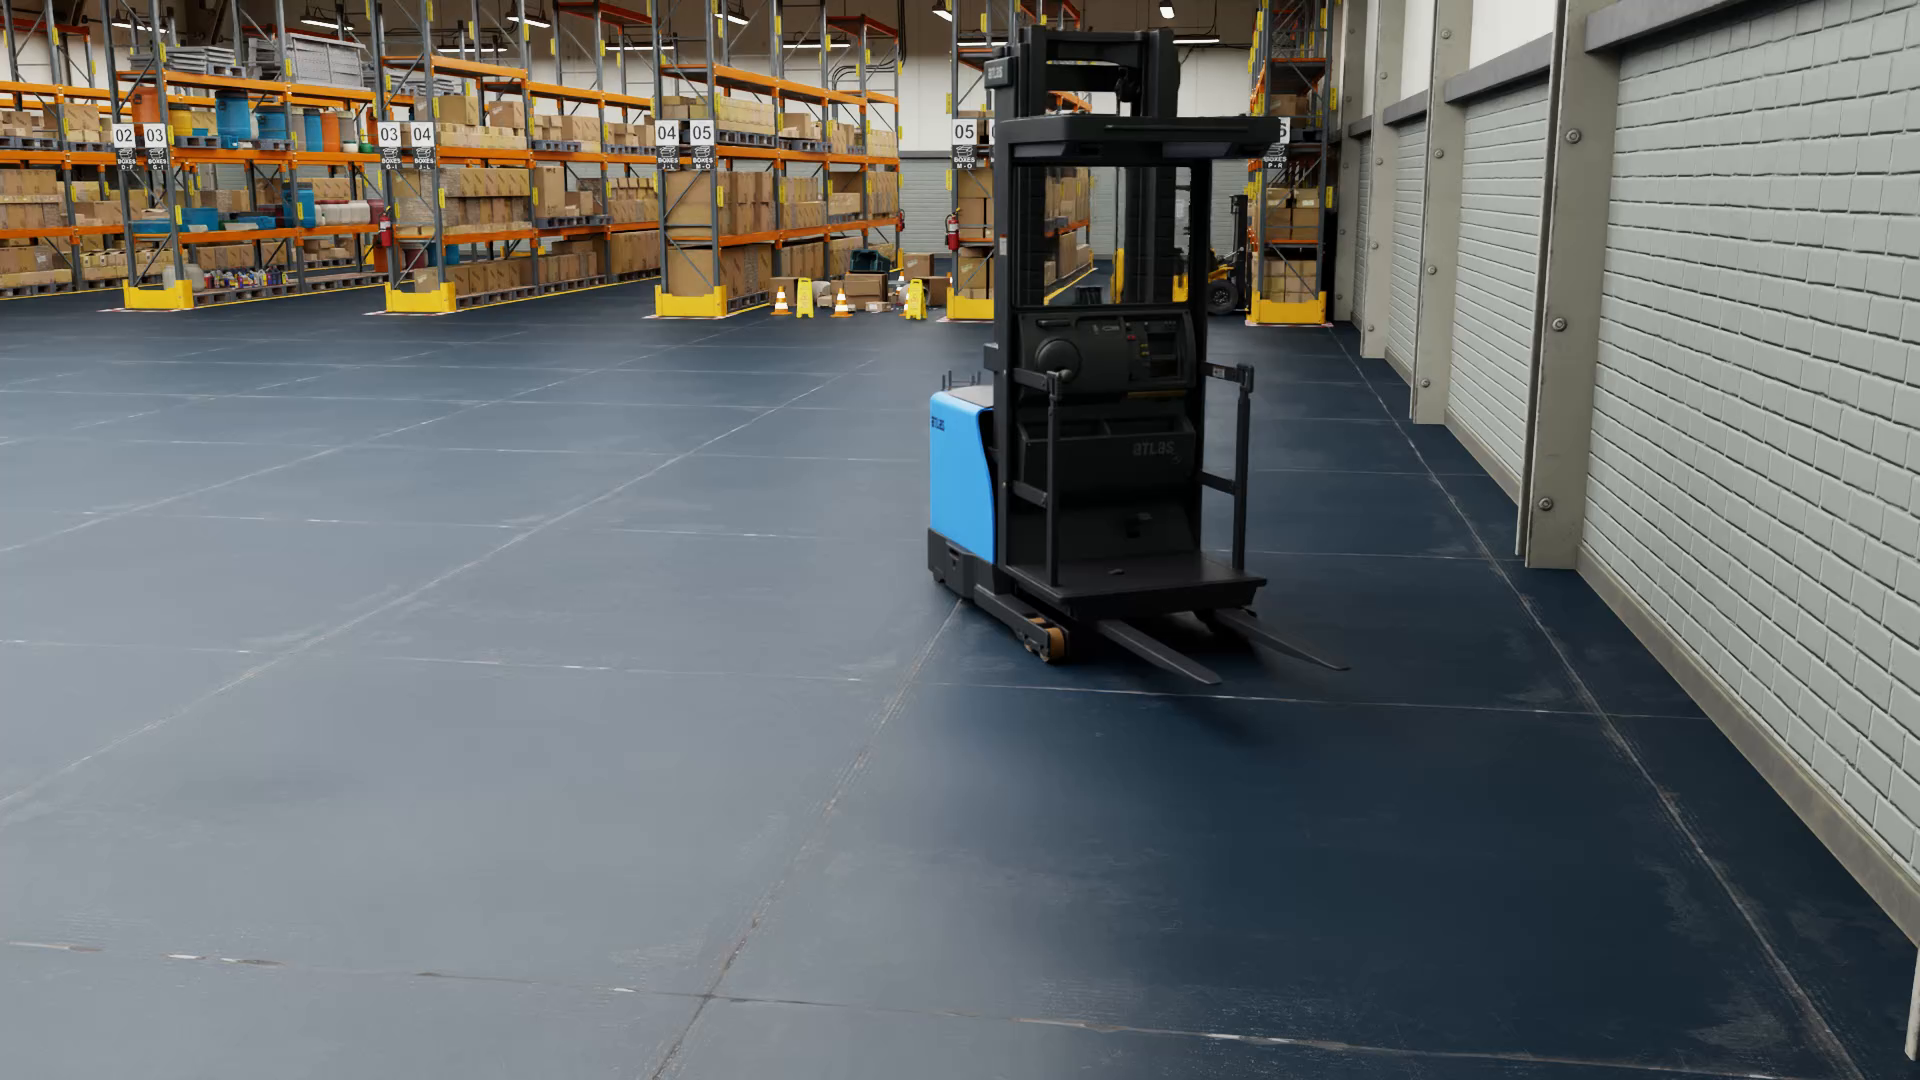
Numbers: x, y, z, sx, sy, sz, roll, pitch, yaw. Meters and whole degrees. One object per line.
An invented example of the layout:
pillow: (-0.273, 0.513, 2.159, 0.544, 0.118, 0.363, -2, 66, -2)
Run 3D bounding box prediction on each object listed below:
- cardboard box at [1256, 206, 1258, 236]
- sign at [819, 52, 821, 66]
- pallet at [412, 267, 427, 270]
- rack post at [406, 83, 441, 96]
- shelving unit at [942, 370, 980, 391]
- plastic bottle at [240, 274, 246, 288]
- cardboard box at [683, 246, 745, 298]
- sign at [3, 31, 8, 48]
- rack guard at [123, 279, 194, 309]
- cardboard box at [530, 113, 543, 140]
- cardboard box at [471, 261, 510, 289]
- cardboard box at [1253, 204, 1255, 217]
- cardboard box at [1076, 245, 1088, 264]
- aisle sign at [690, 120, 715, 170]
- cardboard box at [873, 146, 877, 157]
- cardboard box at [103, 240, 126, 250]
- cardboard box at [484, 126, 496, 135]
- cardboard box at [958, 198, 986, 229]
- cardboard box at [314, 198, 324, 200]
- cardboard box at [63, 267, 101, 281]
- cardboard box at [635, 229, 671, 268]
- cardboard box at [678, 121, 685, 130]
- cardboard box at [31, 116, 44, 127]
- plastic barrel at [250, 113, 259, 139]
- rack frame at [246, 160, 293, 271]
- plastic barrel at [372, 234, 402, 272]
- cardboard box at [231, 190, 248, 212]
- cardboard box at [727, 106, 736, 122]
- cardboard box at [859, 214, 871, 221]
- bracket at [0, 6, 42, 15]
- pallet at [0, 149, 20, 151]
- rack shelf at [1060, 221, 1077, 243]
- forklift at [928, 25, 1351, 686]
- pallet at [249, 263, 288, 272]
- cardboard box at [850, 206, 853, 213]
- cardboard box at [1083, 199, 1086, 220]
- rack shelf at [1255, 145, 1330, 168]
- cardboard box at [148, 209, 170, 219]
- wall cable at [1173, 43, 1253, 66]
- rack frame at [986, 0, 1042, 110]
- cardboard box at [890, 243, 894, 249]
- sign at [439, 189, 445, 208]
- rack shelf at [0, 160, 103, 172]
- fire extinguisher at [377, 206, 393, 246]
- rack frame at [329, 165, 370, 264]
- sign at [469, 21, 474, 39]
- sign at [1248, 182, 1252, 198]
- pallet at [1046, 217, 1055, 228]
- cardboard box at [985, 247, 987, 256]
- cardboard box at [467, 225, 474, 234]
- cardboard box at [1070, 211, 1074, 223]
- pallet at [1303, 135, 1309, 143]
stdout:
cardboard box: (5.324, -5.452, 28.432, 0.500, 0.500, 0.500, 2, 12, 9)
sign: (-3.226, -11.219, 38.787, 0.100, 0.325, 0.005, 2, 12, 9)
pallet: (-12.817, -6.335, 39.387, 1.003, 0.211, 1.213, 2, 12, 9)
rack post: (-12.658, -10.375, 38.461, 0.937, 0.300, 0.954, 3, 13, 15)
shelving unit: (0.008, -0.524, 10.434, 0.215, 1.050, 0.252, 2, 12, 9)
plastic bottle: (-13.678, -4.934, 31.700, 0.097, 0.271, 0.097, 0, 12, 0)
cardboard box: (-4.366, -4.765, 29.530, 0.875, 0.875, 0.875, 2, 12, 8)
sign: (-19.134, -10.051, 33.367, 0.100, 0.325, 0.005, 2, 12, 9)
rack guard: (-14.352, -4.409, 29.767, 1.175, 0.500, 0.348, 2, 12, 9)
cardboard box: (-8.638, -8.103, 32.610, 0.797, 0.503, 0.637, 1, 12, 6)
cardboard box: (-8.990, -5.068, 31.827, 0.500, 0.500, 0.500, 6, 14, 27)
cardboard box: (5.784, -6.194, 31.284, 0.500, 0.250, 0.500, 2, 12, 7)
cardboard box: (2.694, -7.084, 41.331, 0.875, 0.438, 0.875, 2, 12, 10)
aisle sign: (-4.253, -6.518, 27.448, 0.394, 0.787, 0.004, 2, 12, 9)
cardboard box: (-2.293, -9.355, 40.019, 0.500, 0.250, 0.500, 2, 12, 8)
cardboard box: (-22.045, -7.569, 43.430, 0.700, 0.500, 0.500, 2, 12, 9)
cardboard box: (-8.770, -7.523, 30.569, 0.380, 0.149, 0.250, 2, 12, 11)
cardboard box: (0.180, -5.449, 27.713, 0.500, 0.500, 0.500, 2, 12, 8)
cardboard box: (-16.863, -8.630, 43.182, 0.500, 0.500, 0.500, 2, 12, 8)
cardboard box: (-18.289, -5.545, 34.633, 0.500, 0.250, 0.500, 2, 12, 7)
cardboard box: (-7.657, -6.984, 39.828, 1.225, 0.875, 0.875, 2, 12, 9)
cardboard box: (-4.822, -6.950, 27.863, 0.380, 0.149, 0.250, 2, 12, 9)
cardboard box: (-22.596, -10.236, 40.686, 0.500, 0.250, 0.500, 1, 12, 7)
plastic barrel: (-13.963, -8.090, 32.529, 0.421, 0.512, 0.421, 0, 12, 0)
rack frame: (-17.366, -8.273, 41.763, 1.000, 3.000, 0.127, 2, 12, 9)
plastic barrel: (-13.029, -6.526, 37.810, 0.600, 0.830, 0.708, 2, 12, 9)
cardboard box: (-17.577, -8.158, 39.992, 0.700, 0.500, 0.500, -1, 12, -6)
cardboard box: (-4.133, -7.262, 28.367, 0.500, 0.250, 0.500, 2, 12, 8)
cardboard box: (-2.326, -7.695, 39.677, 0.380, 0.149, 0.250, 2, 12, 11)
bracket: (-23.120, -12.661, 39.340, 0.076, 0.066, 4.783, 2, 12, 9)
pallet: (-22.830, -9.110, 38.974, 1.213, 0.211, 1.003, 2, 12, 11)
rack shelf: (1.907, -6.862, 36.924, 1.077, 0.370, 4.000, 2, 12, 9)
forklift: (0.802, -0.955, 7.968, 1.130, 2.935, 3.031, -4, 13, -20)
pallet: (-17.454, -6.740, 41.265, 1.003, 0.211, 1.213, 2, 12, 9)
cardboard box: (-2.676, -7.605, 38.262, 0.380, 0.149, 0.250, 1, 12, 6)
cardboard box: (2.789, -8.084, 40.646, 0.500, 0.500, 0.500, 2, 12, 10)
rack shelf: (5.581, -6.503, 28.138, 1.077, 0.370, 4.000, 2, 12, 9)
cardboard box: (-18.080, -7.323, 37.564, 0.500, 0.311, 0.500, 3, 12, 12)
wall cable: (6.915, -12.484, 46.973, 2.988, 3.039, 0.133, 2, 12, 9)
rack frame: (0.984, -8.898, 30.420, 1.000, 3.000, 0.127, 2, 12, 9)
cardboard box: (-1.908, -7.587, 42.934, 0.380, 0.149, 0.250, 2, 12, 9)
sign: (-8.887, -5.859, 28.506, 0.100, 0.325, 0.005, 2, 12, 9)
rack shelf: (-22.569, -9.131, 40.332, 1.077, 0.370, 4.000, 2, 12, 9)
fire extinguisher: (-9.896, -5.407, 28.646, 0.296, 0.674, 0.183, 2, 12, 9)
rack frame: (-16.751, -9.106, 45.626, 1.000, 3.000, 0.127, 2, 12, 9)
sign: (-9.358, -9.770, 31.873, 0.100, 0.325, 0.005, 2, 12, 9)
sign: (5.967, -7.181, 34.132, 0.100, 0.325, 0.005, 2, 12, 9)
pallet: (1.335, -6.291, 33.018, 1.003, 0.211, 1.213, 2, 12, 9)
cardboard box: (0.266, -4.983, 28.707, 0.380, 0.149, 0.250, 2, 12, 10)
cardboard box: (-8.970, -5.590, 29.907, 0.380, 0.149, 0.250, 2, 12, 9)
cardboard box: (2.315, -7.350, 37.833, 0.500, 0.250, 0.500, 2, 12, 8)
pallet: (5.783, -7.050, 29.175, 1.003, 0.211, 1.213, 2, 12, 9)
